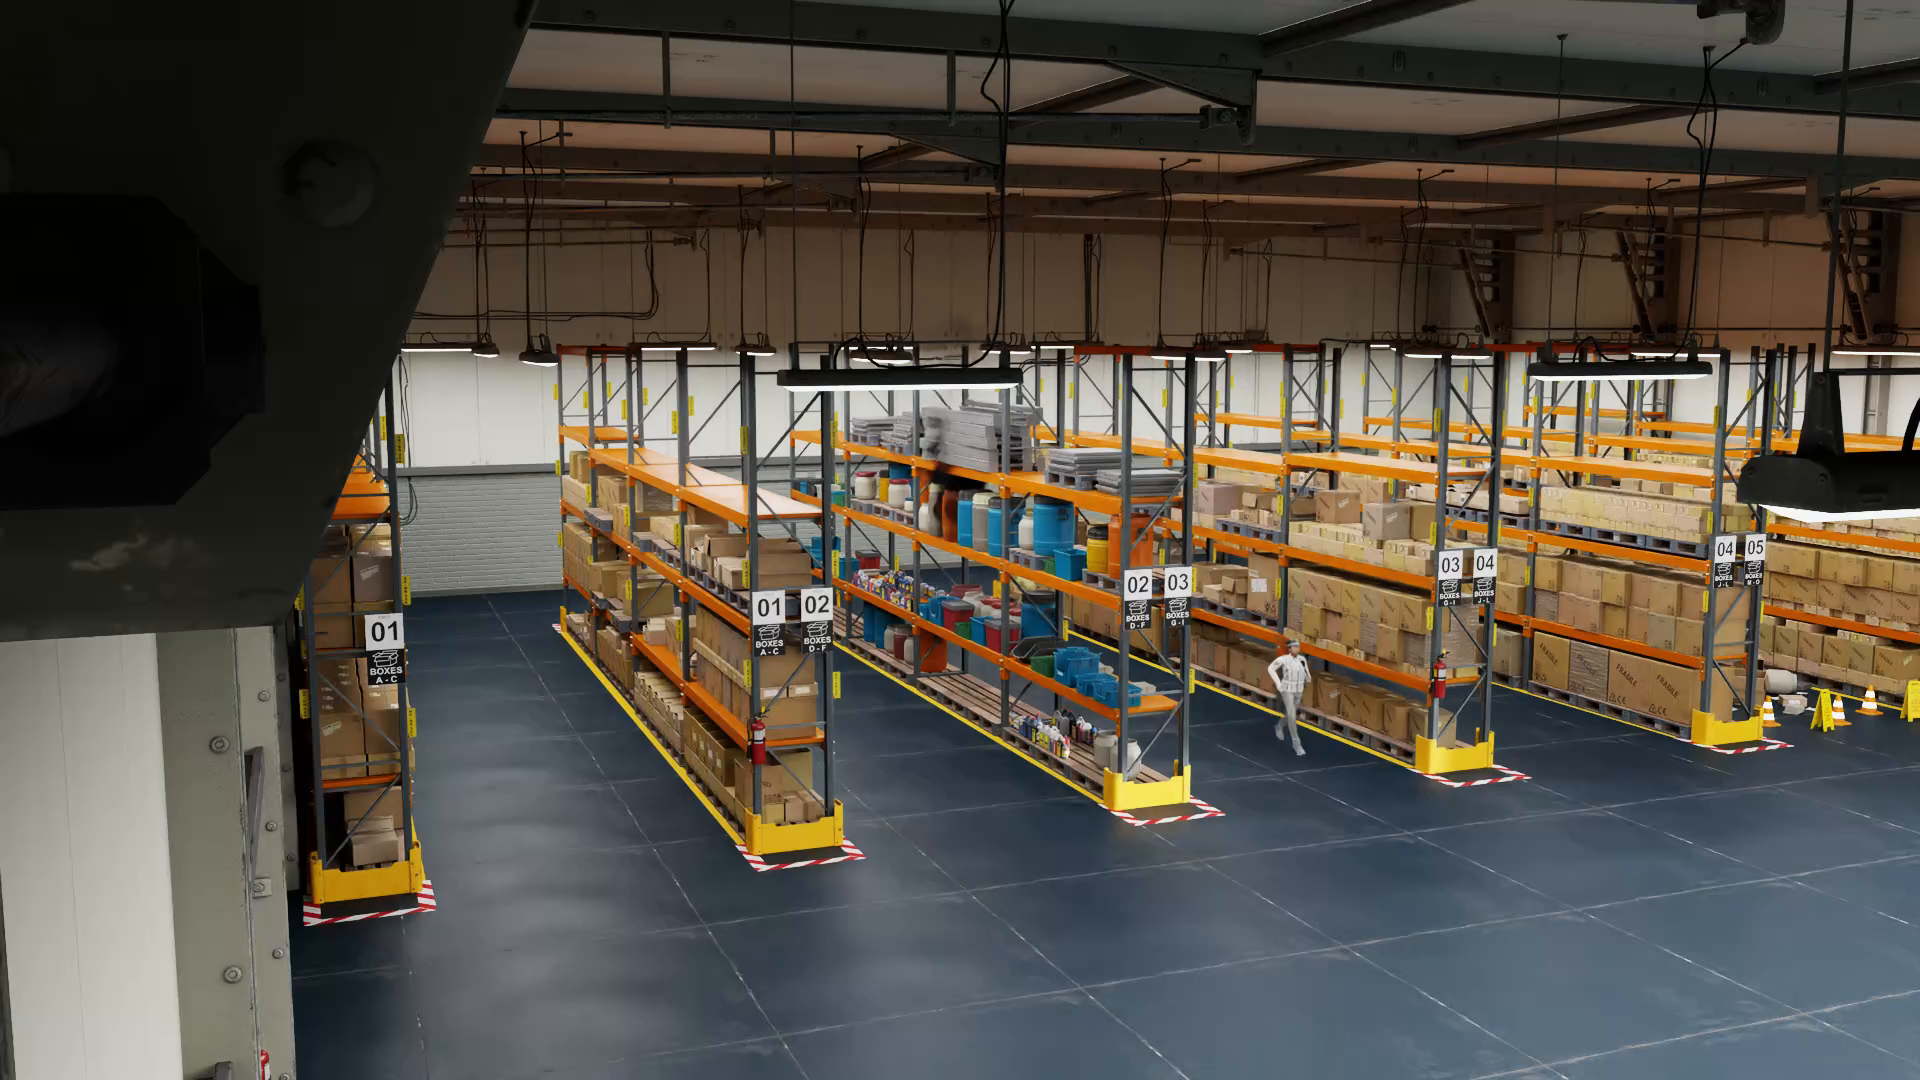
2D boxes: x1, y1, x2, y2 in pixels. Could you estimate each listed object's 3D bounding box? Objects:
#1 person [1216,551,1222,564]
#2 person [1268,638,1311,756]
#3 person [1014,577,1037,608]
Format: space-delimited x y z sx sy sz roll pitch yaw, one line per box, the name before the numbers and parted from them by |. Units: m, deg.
person | 6.673 0.154 42.464 0.558 1.600 0.574 -7 10 -42
person | 5.002 2.307 25.055 0.613 1.717 0.902 -3 8 -22
person | 1.328 1.299 33.110 0.593 1.695 0.856 -4 8 -27
